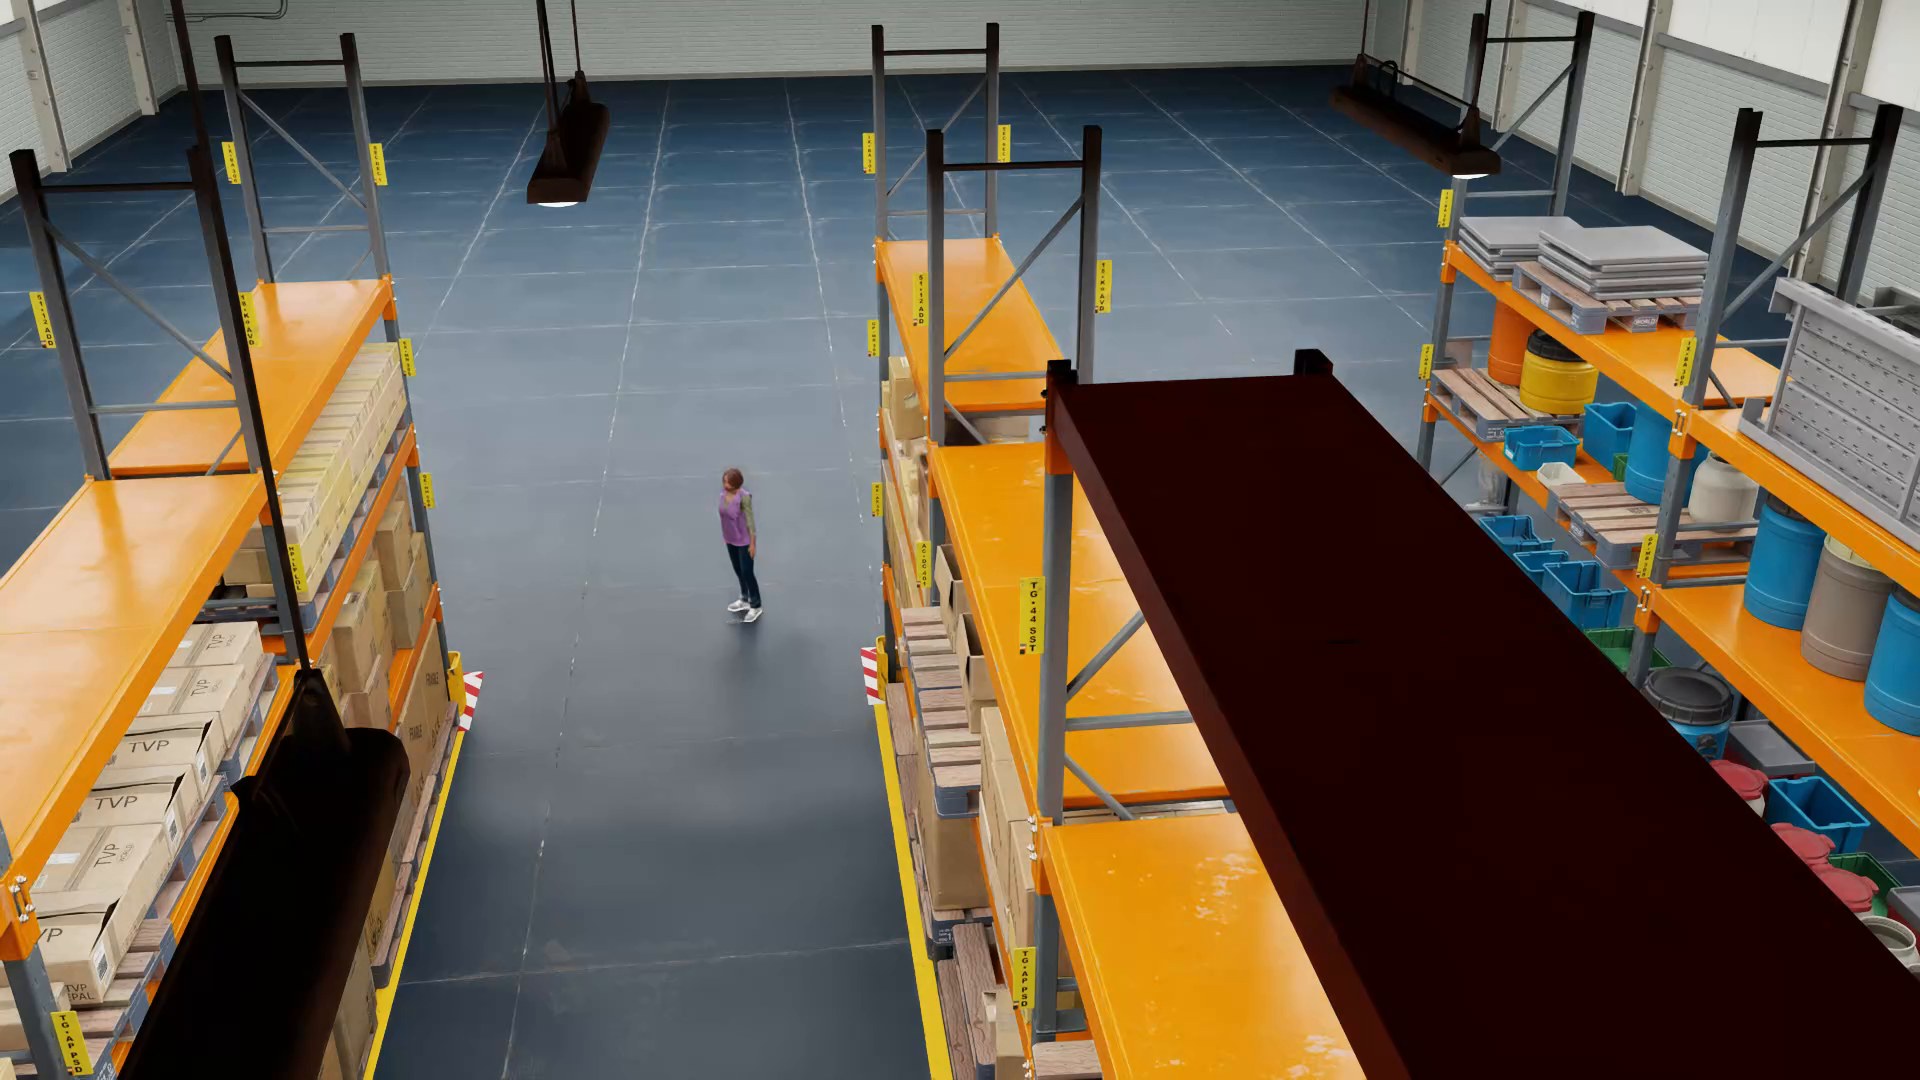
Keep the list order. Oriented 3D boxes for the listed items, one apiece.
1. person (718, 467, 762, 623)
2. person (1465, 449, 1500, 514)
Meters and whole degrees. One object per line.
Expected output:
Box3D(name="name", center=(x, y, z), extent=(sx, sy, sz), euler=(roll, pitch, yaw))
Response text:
Box3D(name="person", center=(-2.220, 0.012, 16.632), extent=(0.494, 1.609, 0.329), euler=(22, 33, 38))
Box3D(name="person", center=(6.013, -1.082, 18.858), extent=(0.403, 1.671, 0.531), euler=(7, 26, 15))
